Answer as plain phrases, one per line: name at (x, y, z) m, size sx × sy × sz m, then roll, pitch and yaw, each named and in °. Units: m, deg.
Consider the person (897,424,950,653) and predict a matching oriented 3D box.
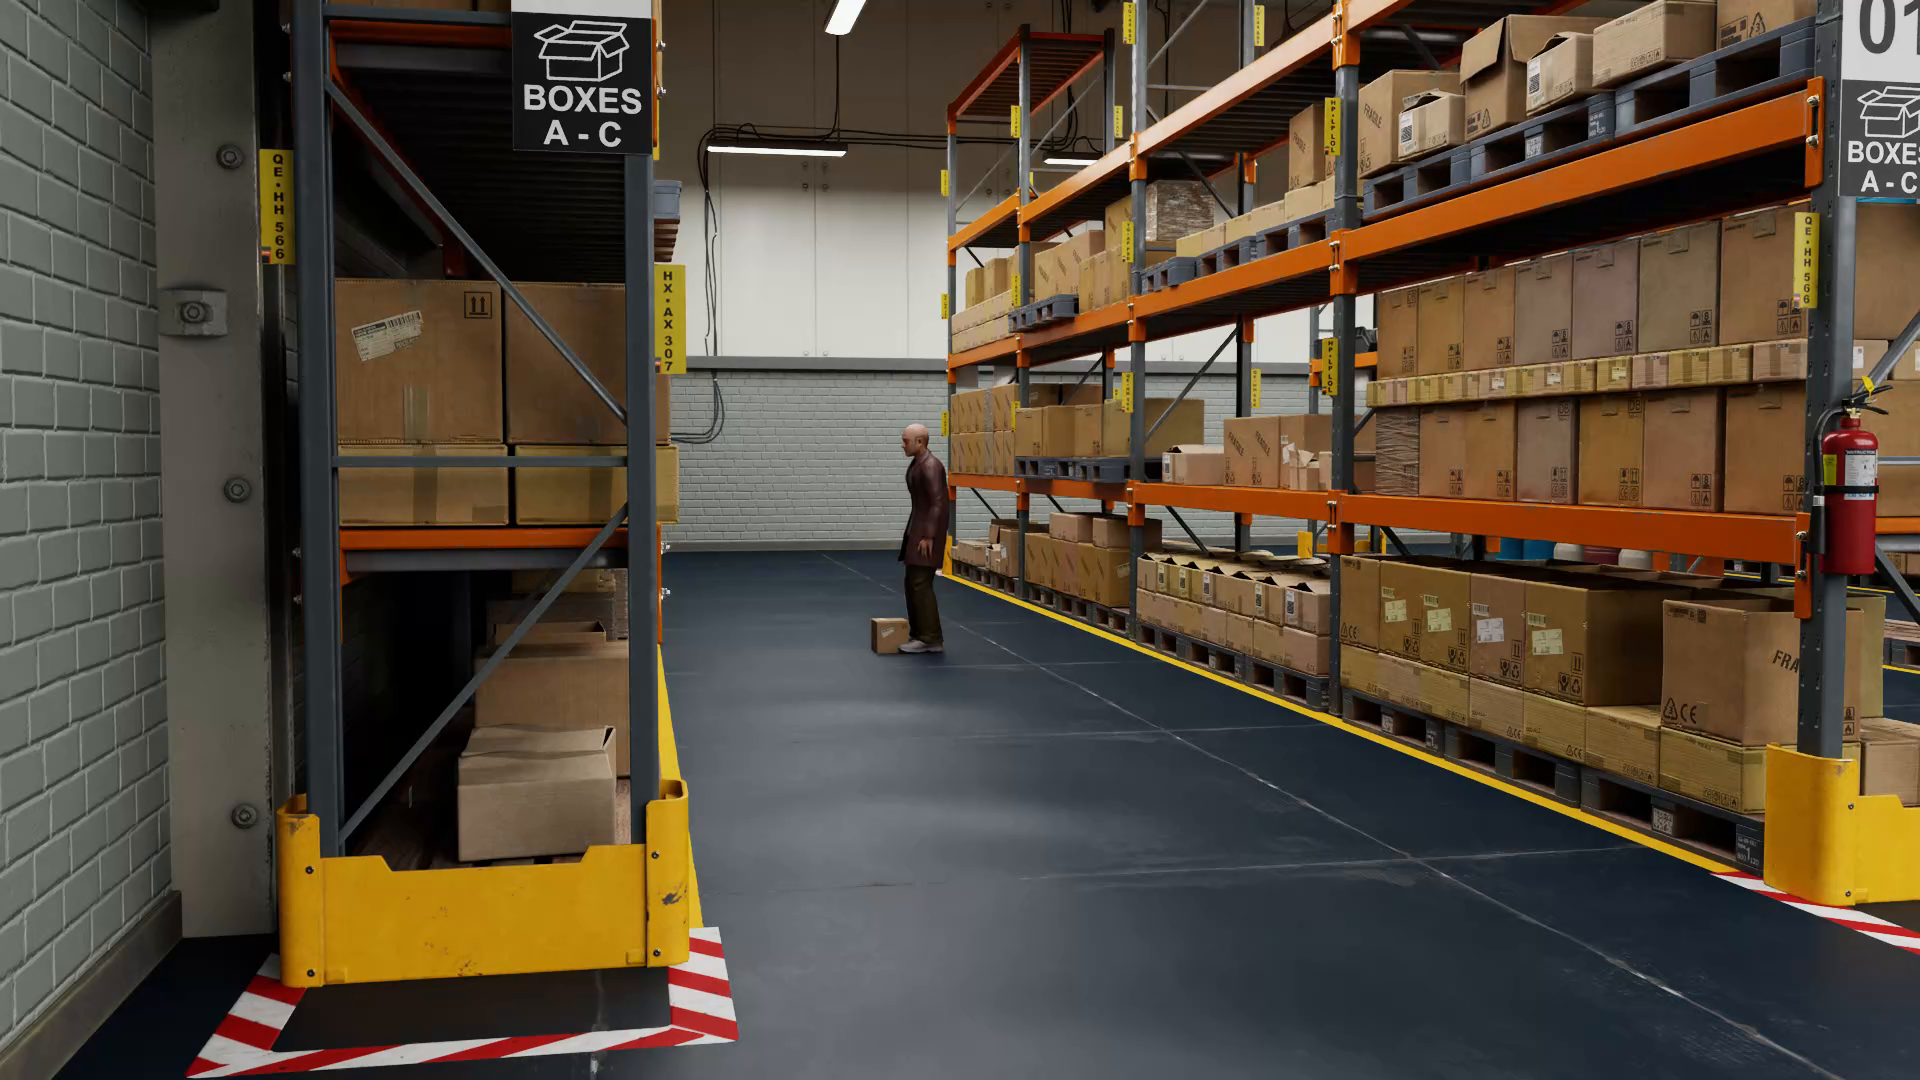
person at (-0.302, -0.018, 12.963) m, size 0.429 × 1.772 × 0.647 m, roll -1°, pitch 3°, yaw -15°
